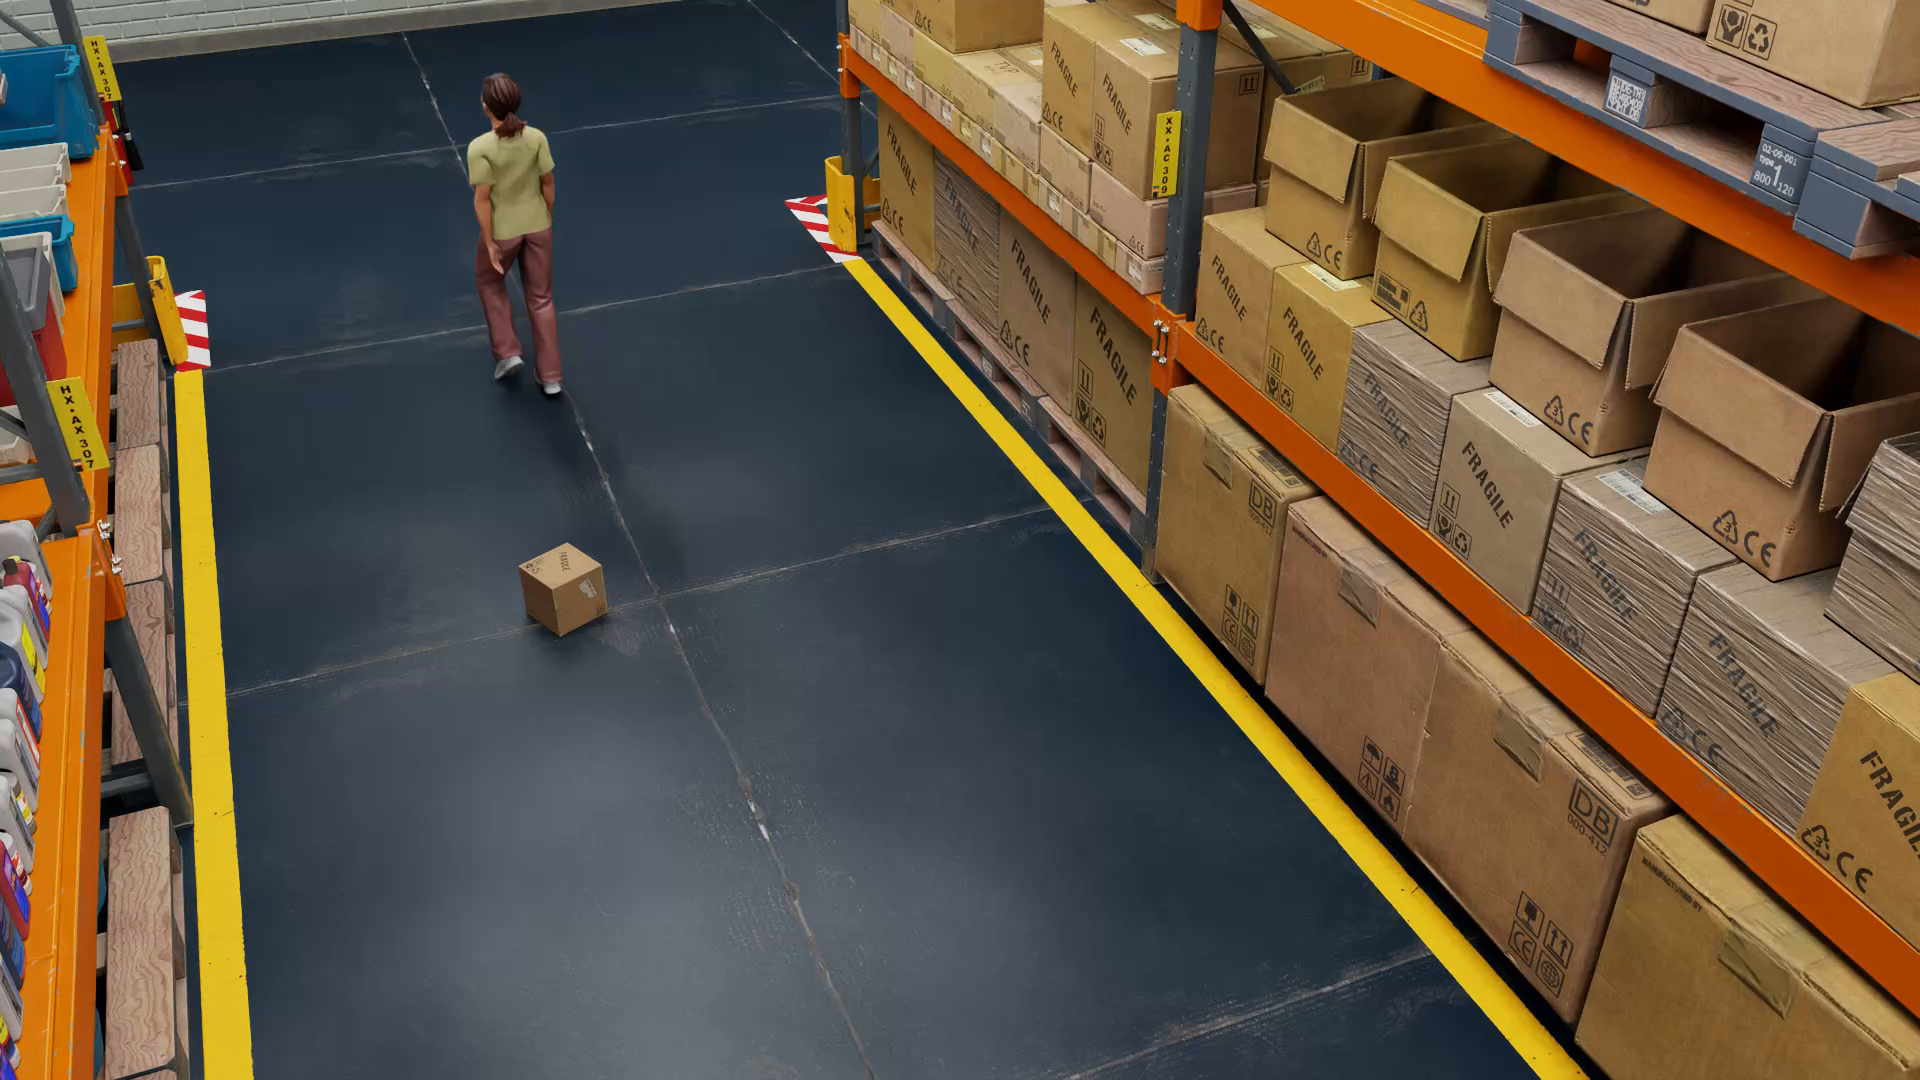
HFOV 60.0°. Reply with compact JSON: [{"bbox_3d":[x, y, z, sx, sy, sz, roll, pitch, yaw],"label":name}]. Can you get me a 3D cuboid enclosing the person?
[{"bbox_3d":[-2.248,-1.538,8.477,0.446,1.723,0.517,-17,37,-24],"label":"person"}]
